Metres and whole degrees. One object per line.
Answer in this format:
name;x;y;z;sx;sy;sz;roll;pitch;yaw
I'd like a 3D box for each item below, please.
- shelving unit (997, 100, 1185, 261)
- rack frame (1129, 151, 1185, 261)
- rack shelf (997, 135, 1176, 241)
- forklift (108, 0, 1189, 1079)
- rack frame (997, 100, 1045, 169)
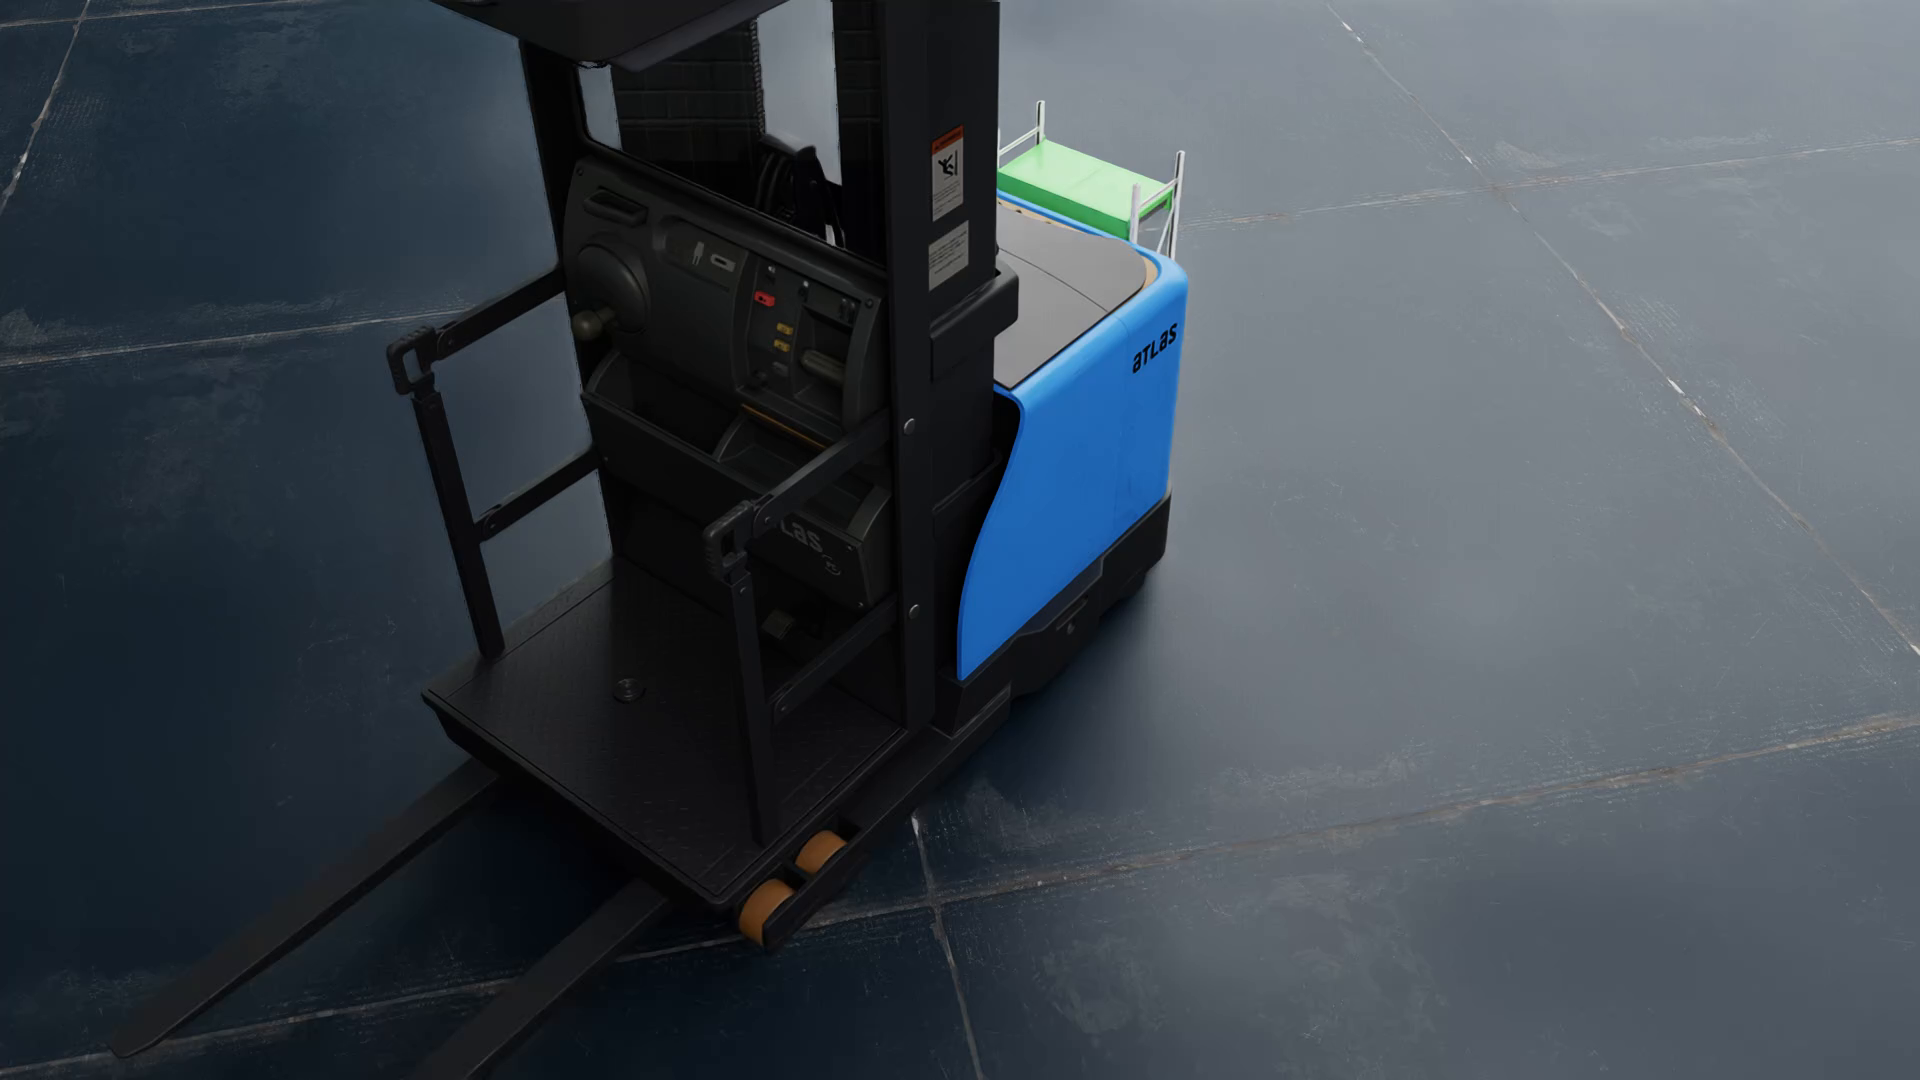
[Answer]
shelving unit;0.360;-0.682;5.115;0.503;1.200;0.258;28;49;28
rack frame;0.551;-0.582;5.001;0.015;1.200;0.240;28;49;28
rack shelf;0.360;-0.994;4.839;0.480;0.148;0.258;28;49;28
forklift;-0.678;-0.467;3.569;1.130;2.935;3.031;28;49;28
rack frame;0.169;-0.783;5.228;0.015;1.200;0.240;28;49;28
